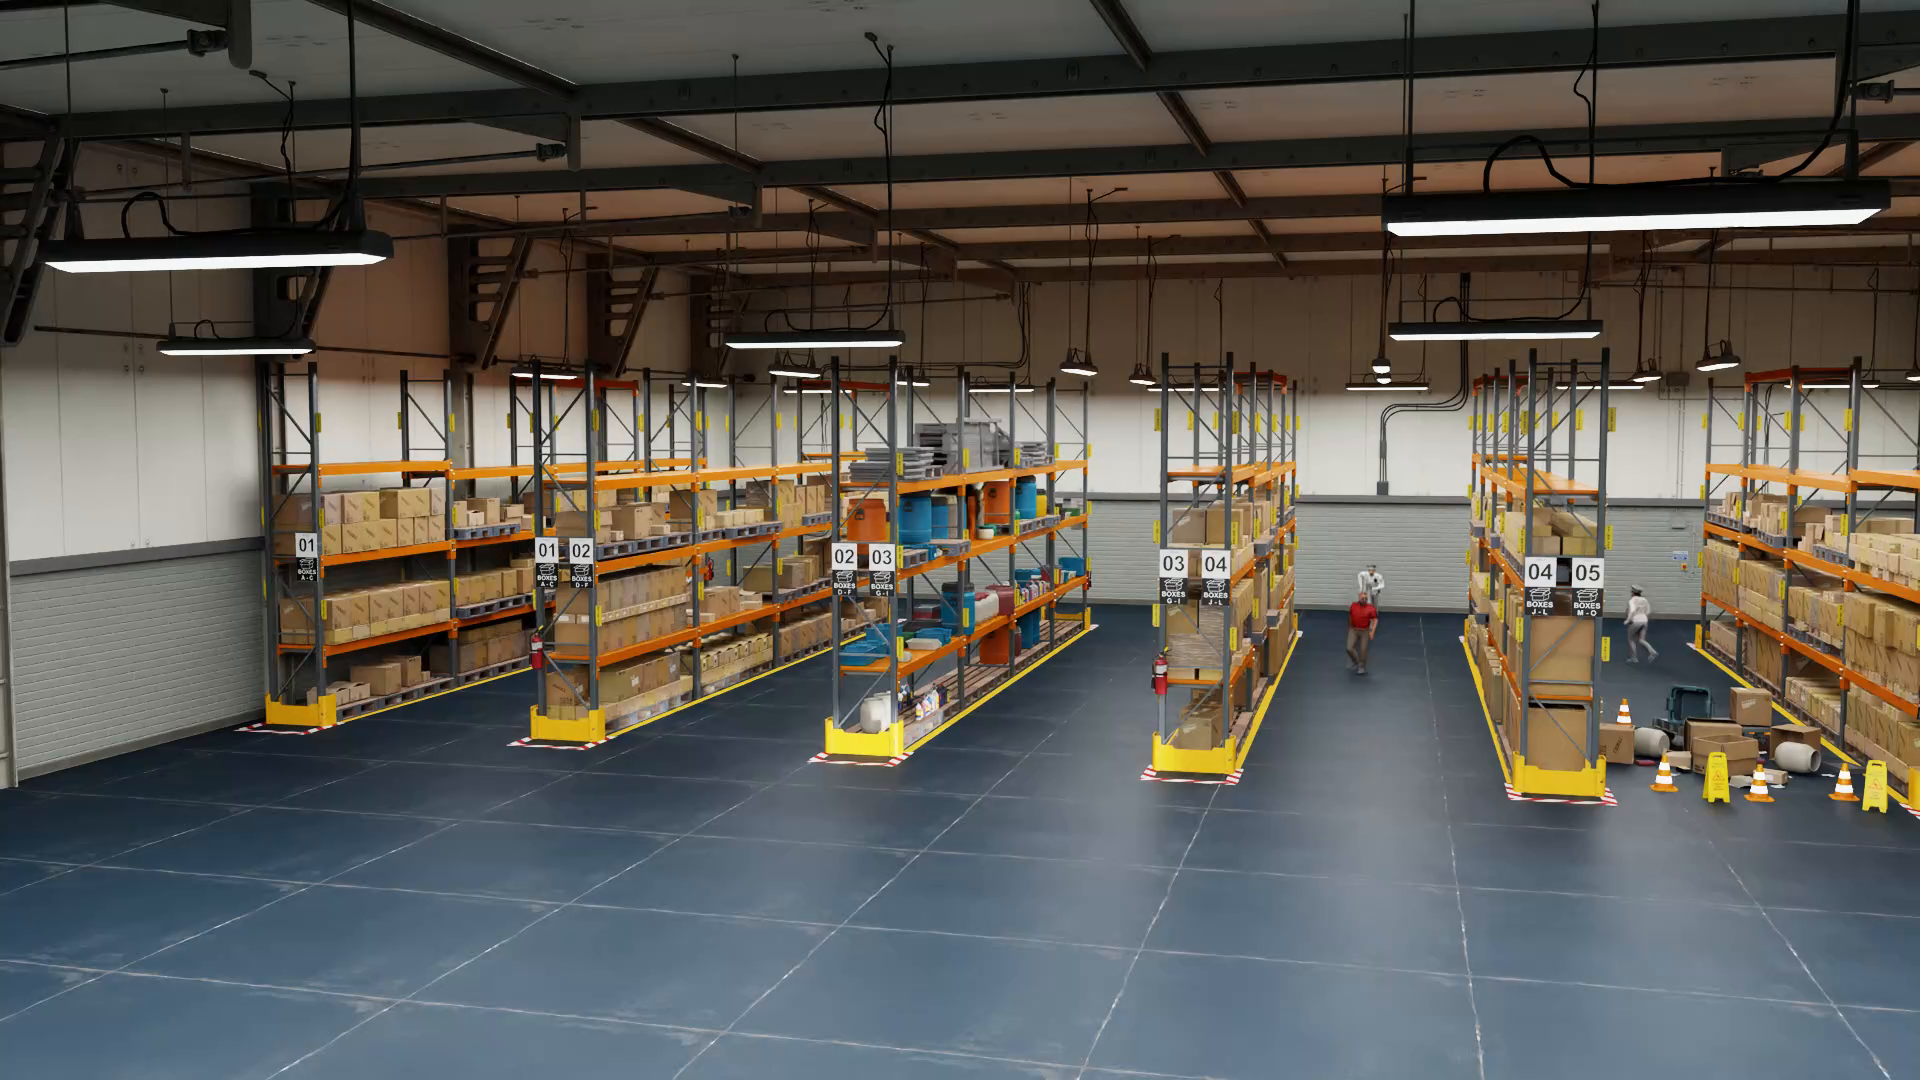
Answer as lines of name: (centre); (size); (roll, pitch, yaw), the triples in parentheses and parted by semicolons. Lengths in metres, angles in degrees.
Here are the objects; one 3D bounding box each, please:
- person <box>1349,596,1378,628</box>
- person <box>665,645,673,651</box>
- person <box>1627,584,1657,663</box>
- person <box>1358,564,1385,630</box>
person: (7.964, 1.435, 32.915); (0.578, 0.678, 0.386); (2, 4, 26)
person: (-5.973, 1.889, 33.946); (0.674, 1.491, 0.622); (0, 4, 2)
person: (14.159, 1.761, 34.537); (0.610, 1.647, 0.752); (-1, 4, -18)
person: (10.072, 1.379, 40.698); (0.653, 1.625, 0.923); (1, 4, 19)
